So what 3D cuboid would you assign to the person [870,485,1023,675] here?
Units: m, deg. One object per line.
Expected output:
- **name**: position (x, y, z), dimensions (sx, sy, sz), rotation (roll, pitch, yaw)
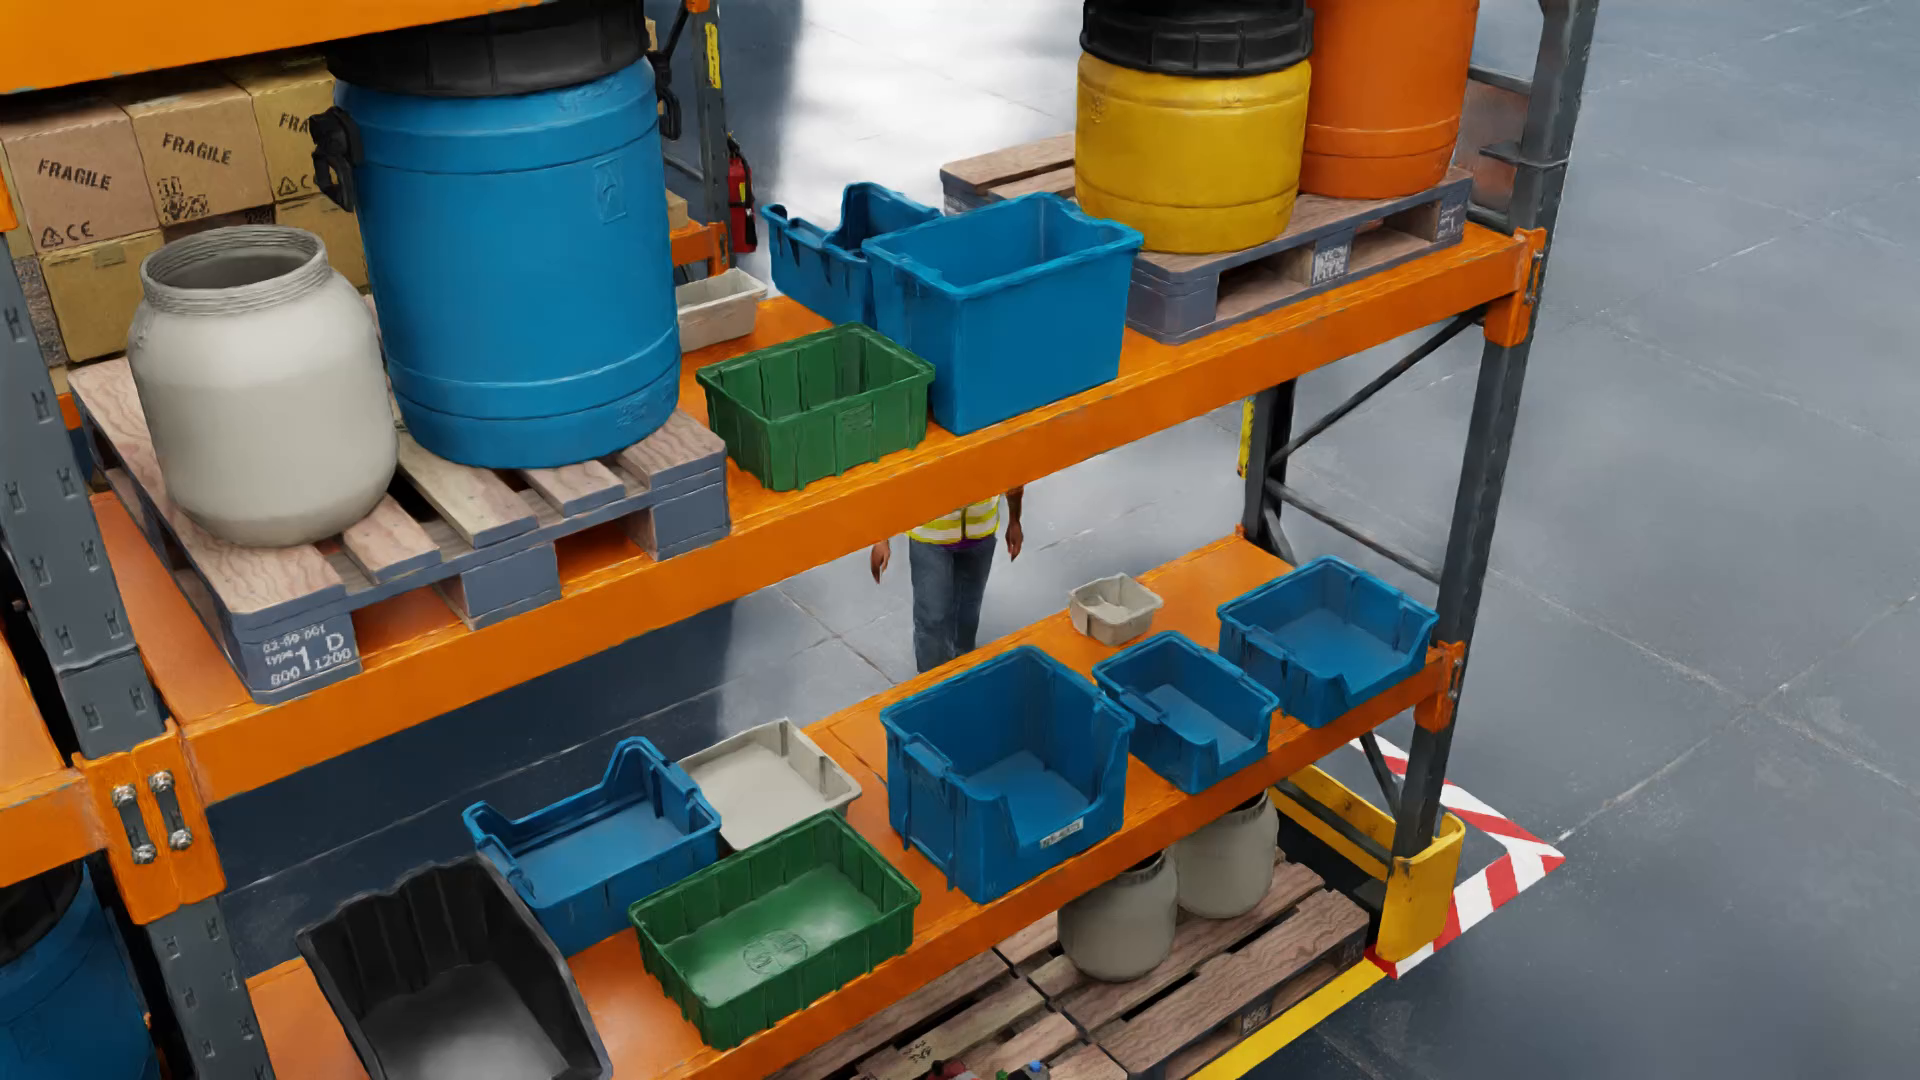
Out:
- **person**: position (-0.039, -0.008, 7.083), dimensions (0.696, 1.764, 0.589), rotation (-13, 34, -20)
